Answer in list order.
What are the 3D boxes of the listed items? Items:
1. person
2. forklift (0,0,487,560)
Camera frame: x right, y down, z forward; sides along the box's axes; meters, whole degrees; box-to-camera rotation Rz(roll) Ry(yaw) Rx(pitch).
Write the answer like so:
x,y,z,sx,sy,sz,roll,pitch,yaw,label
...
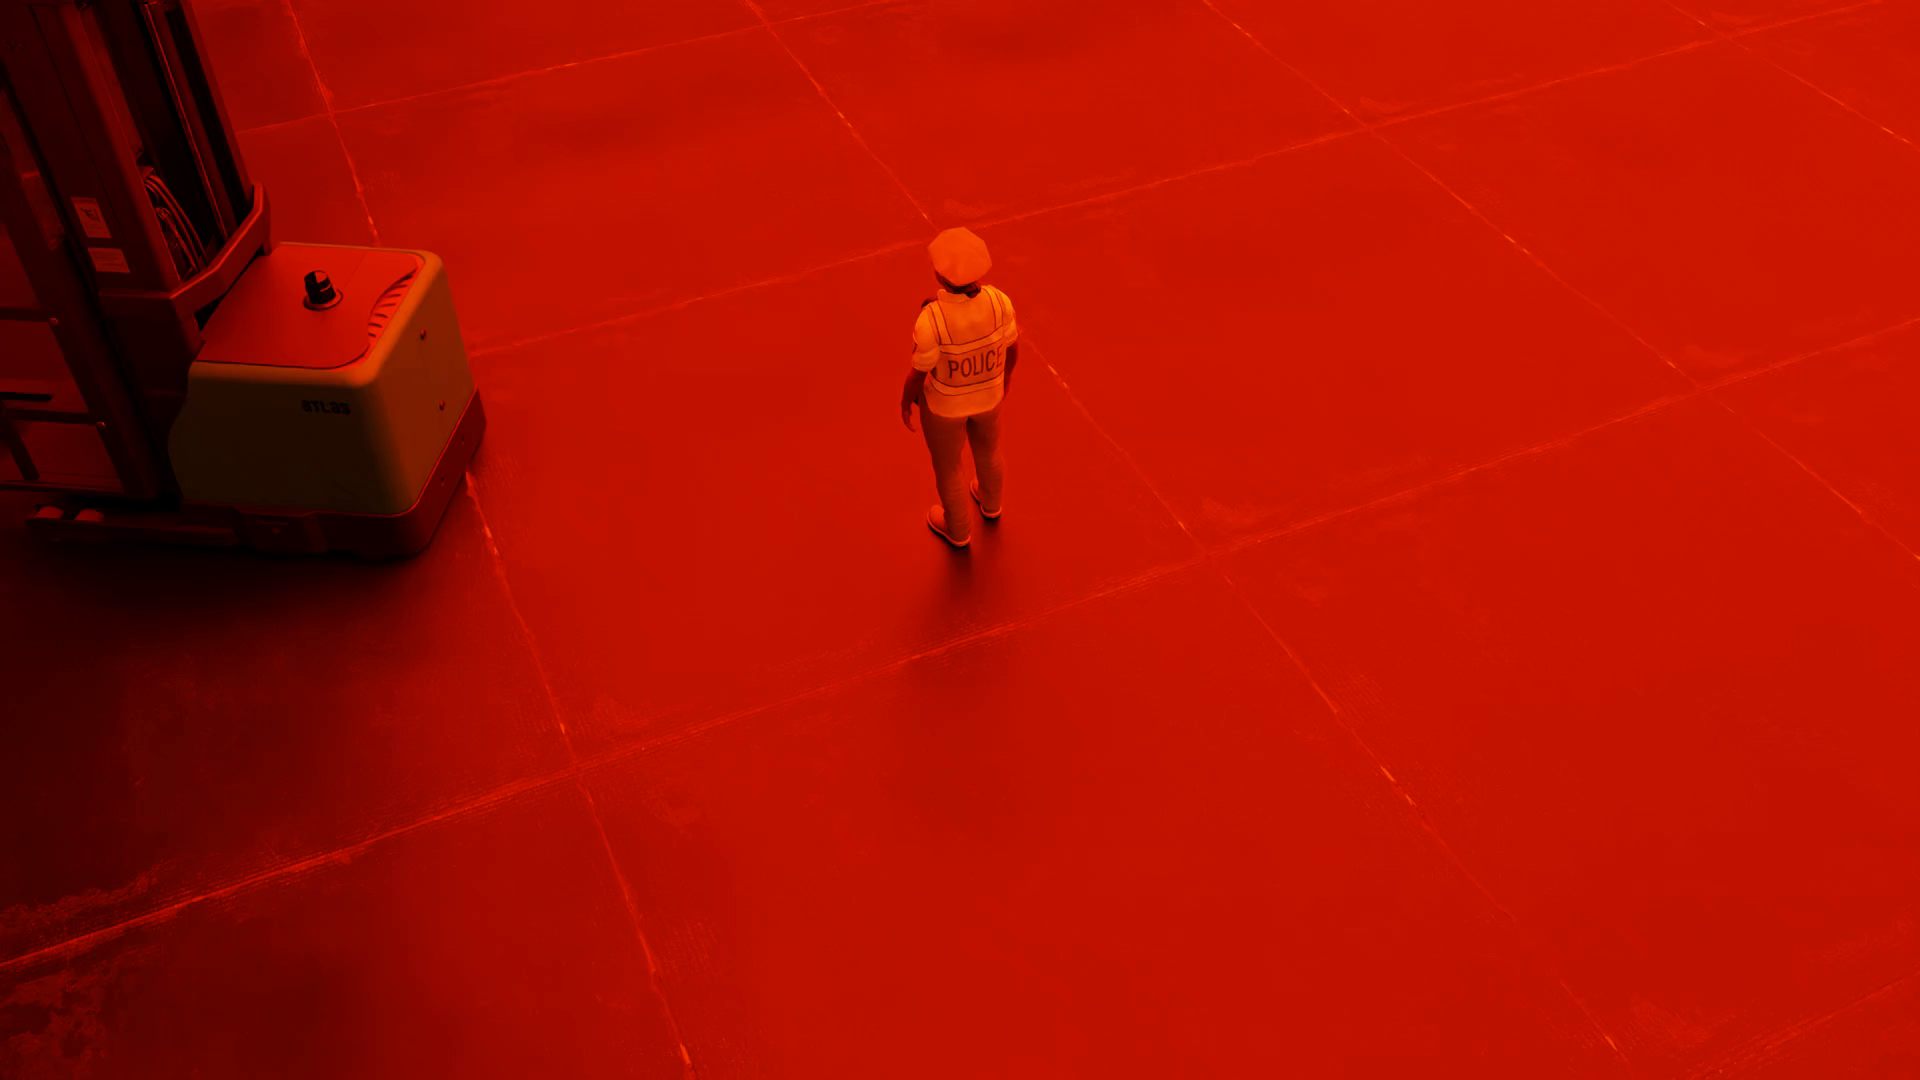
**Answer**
x,y,z,sx,sy,sz,roll,pitch,yaw,label
-0.014,-0.677,7.301,0.570,1.697,0.528,-18,46,-18,person
-3.924,-1.407,7.188,3.031,2.935,1.130,4,43,4,forklift
